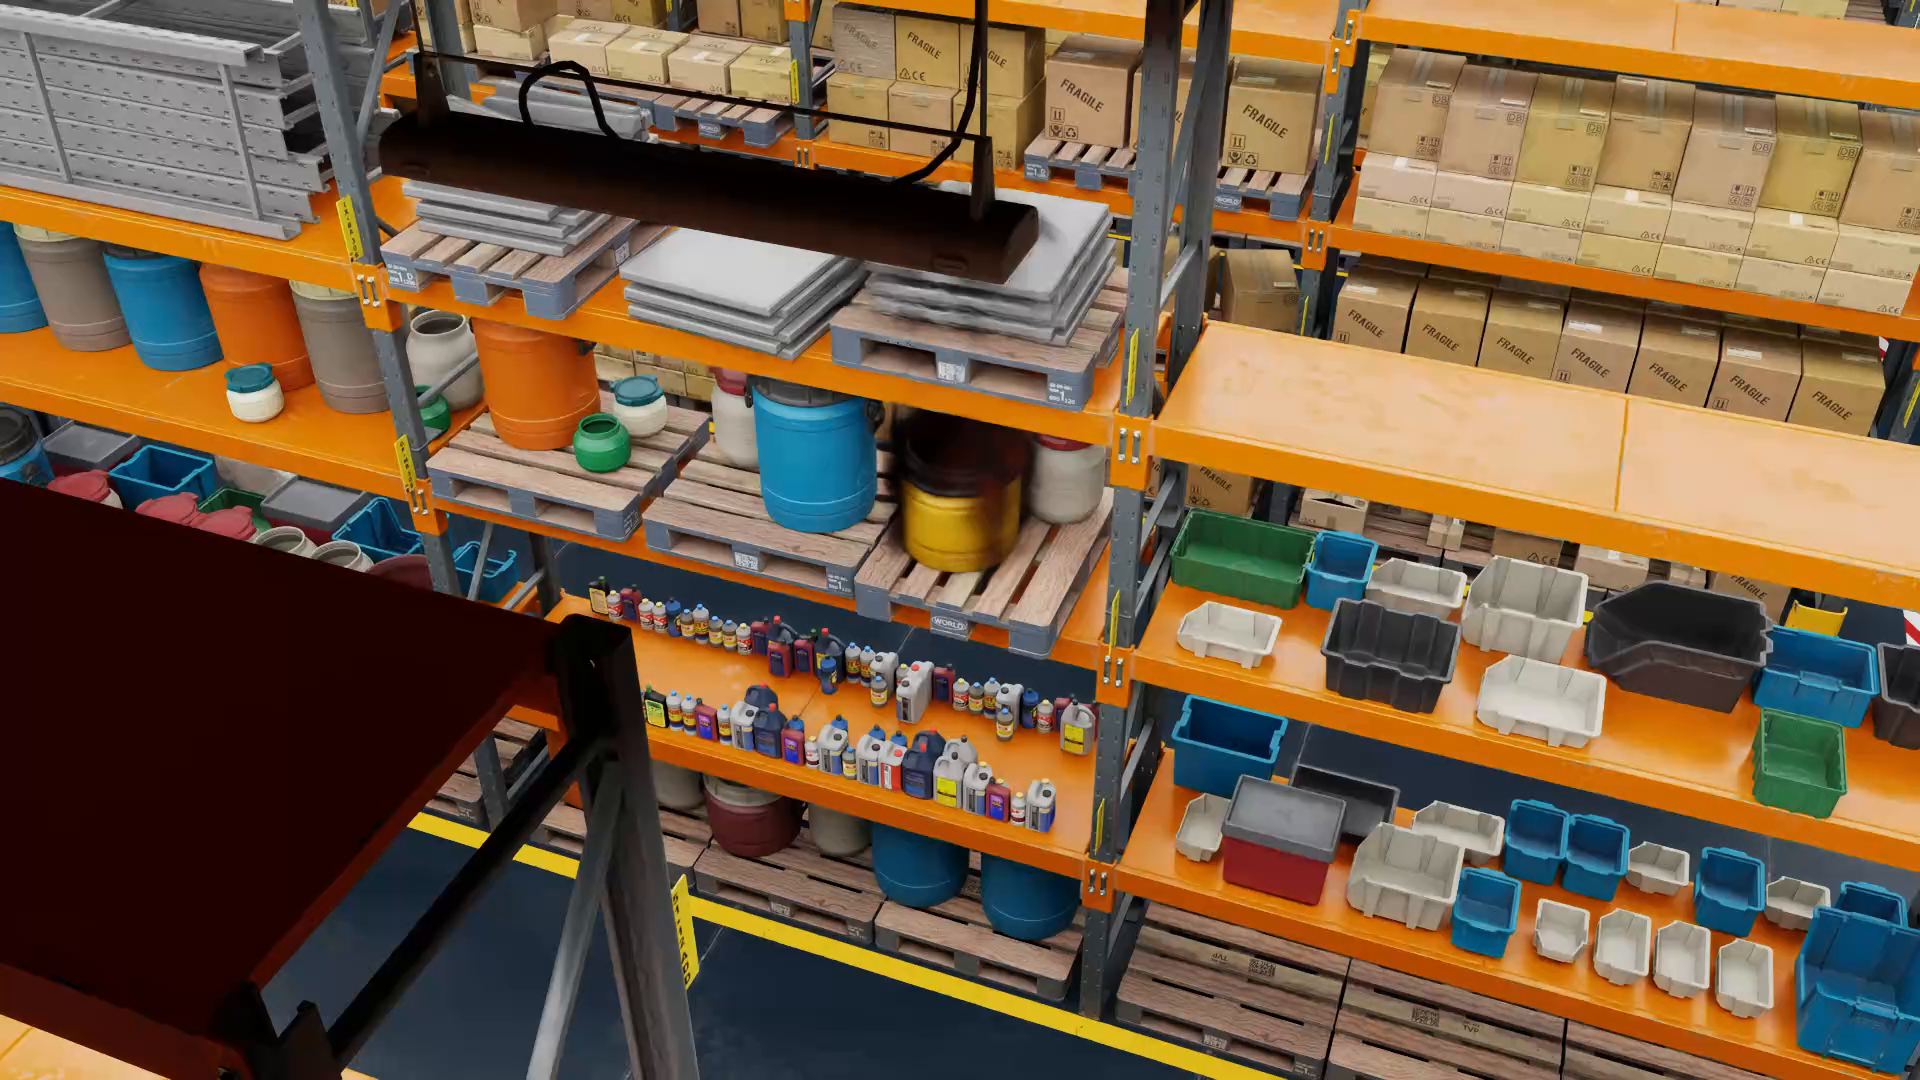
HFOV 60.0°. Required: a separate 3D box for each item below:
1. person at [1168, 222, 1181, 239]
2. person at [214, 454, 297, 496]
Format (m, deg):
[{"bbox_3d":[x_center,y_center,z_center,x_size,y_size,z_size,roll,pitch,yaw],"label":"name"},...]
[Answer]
[{"bbox_3d":[2.221,-2.637,15.513,0.774,1.730,0.685,7,37,9],"label":"person"},{"bbox_3d":[-4.988,-0.216,12.289,0.842,1.623,0.774,-5,37,-7],"label":"person"}]
